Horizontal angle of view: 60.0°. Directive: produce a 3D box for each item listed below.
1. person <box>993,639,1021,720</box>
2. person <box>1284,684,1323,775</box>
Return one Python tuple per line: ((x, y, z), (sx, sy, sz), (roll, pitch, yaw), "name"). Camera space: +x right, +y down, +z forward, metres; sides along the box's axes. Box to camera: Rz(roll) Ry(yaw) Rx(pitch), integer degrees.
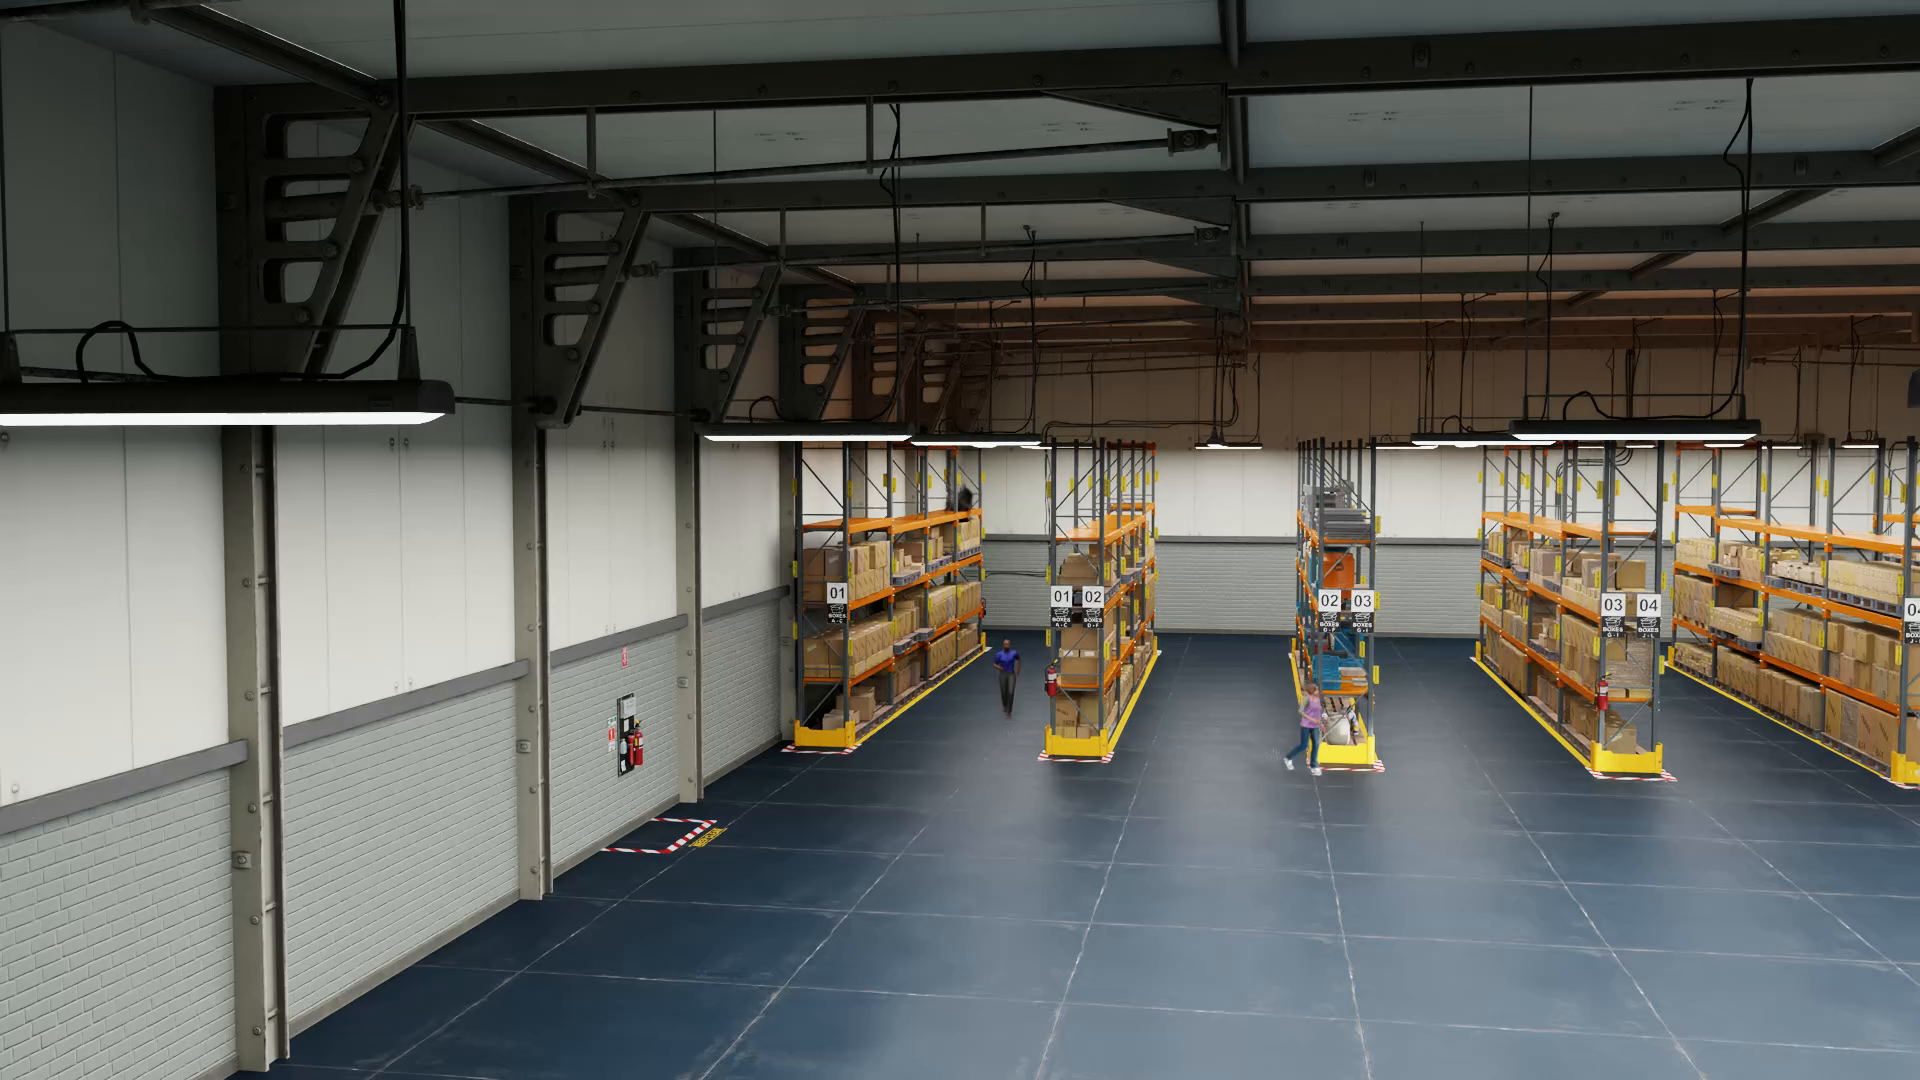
((1.018, 2.992, 36.006), (0.587, 1.688, 0.895), (0, 3, 5), "person")
((6.265, 3.353, 29.693), (0.605, 1.579, 0.809), (-2, 4, -36), "person")
